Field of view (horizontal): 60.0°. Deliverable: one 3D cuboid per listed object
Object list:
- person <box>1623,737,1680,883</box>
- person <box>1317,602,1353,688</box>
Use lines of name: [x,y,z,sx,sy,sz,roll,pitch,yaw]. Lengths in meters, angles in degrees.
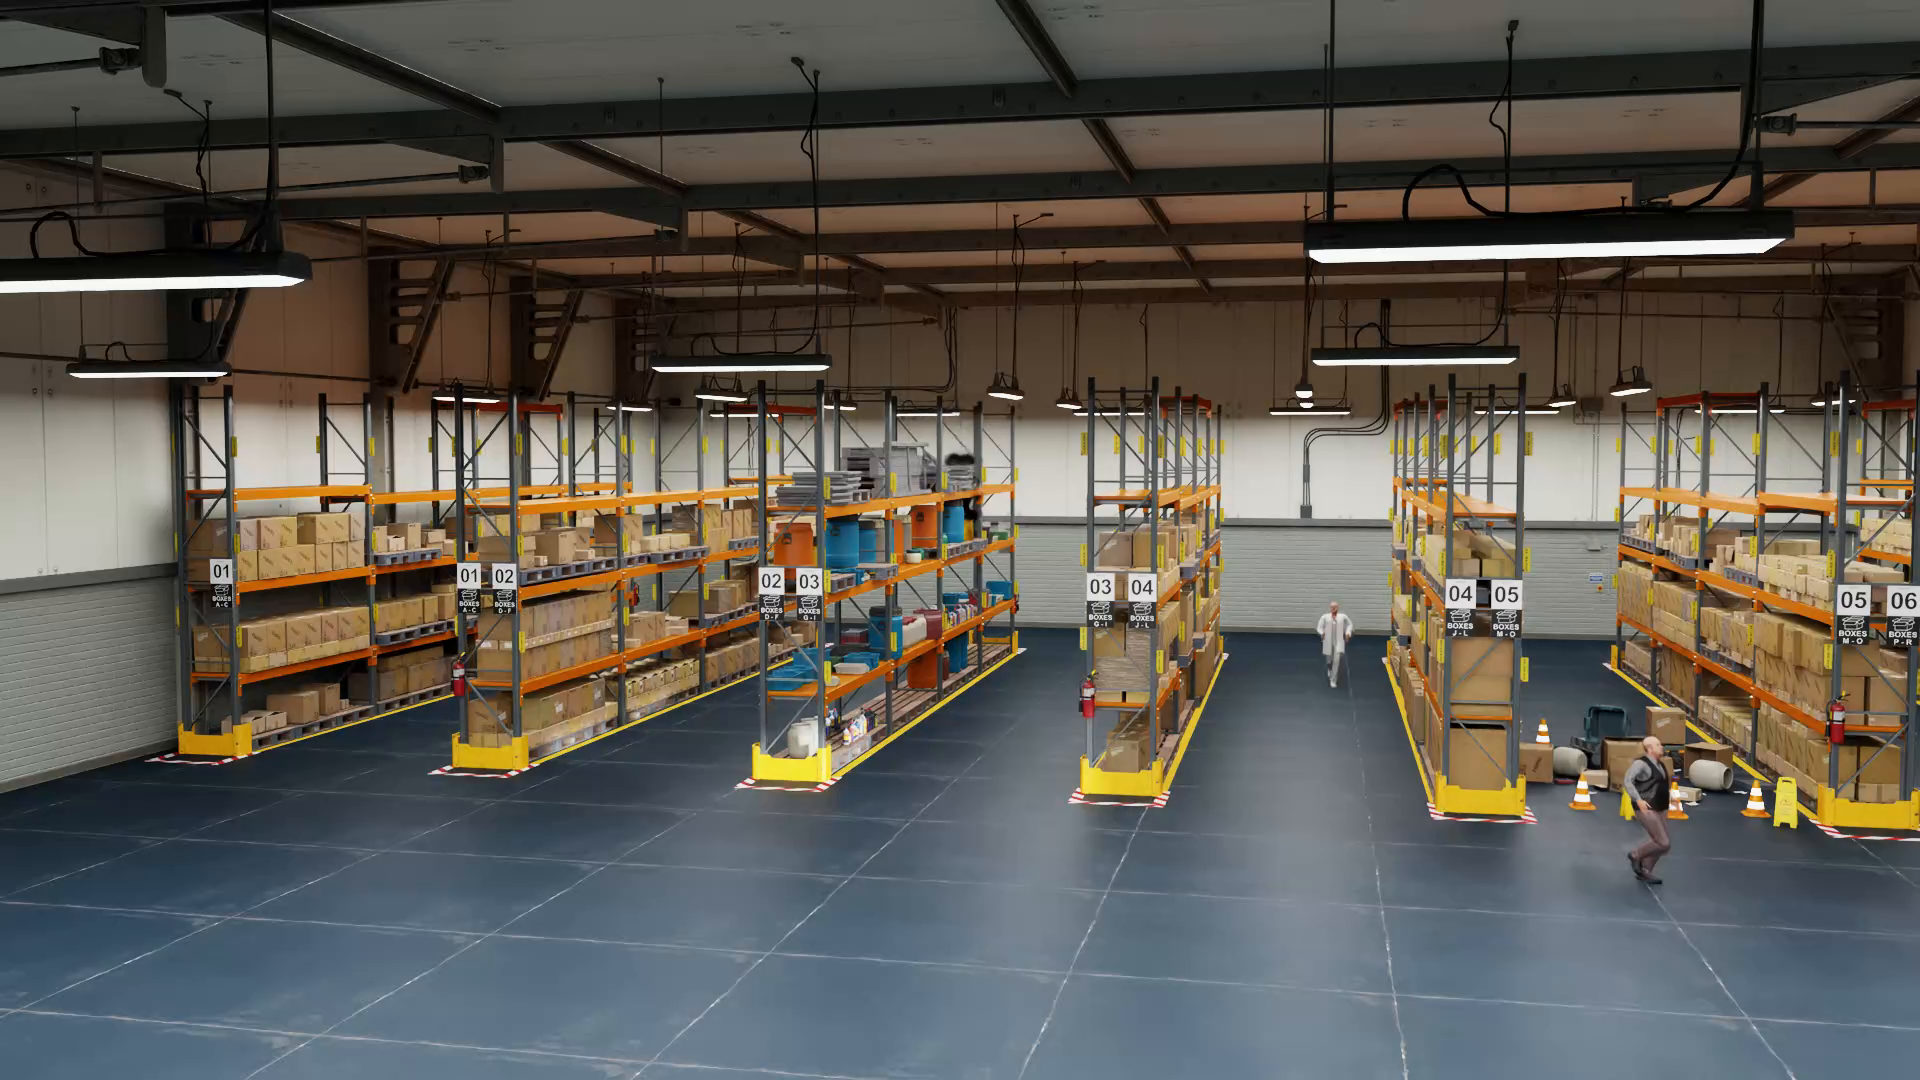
person: [7.940,3.135,19.056,0.668,1.615,0.523,-2,4,-37]
person: [7.890,2.184,35.023,0.720,1.765,0.956,1,3,17]
